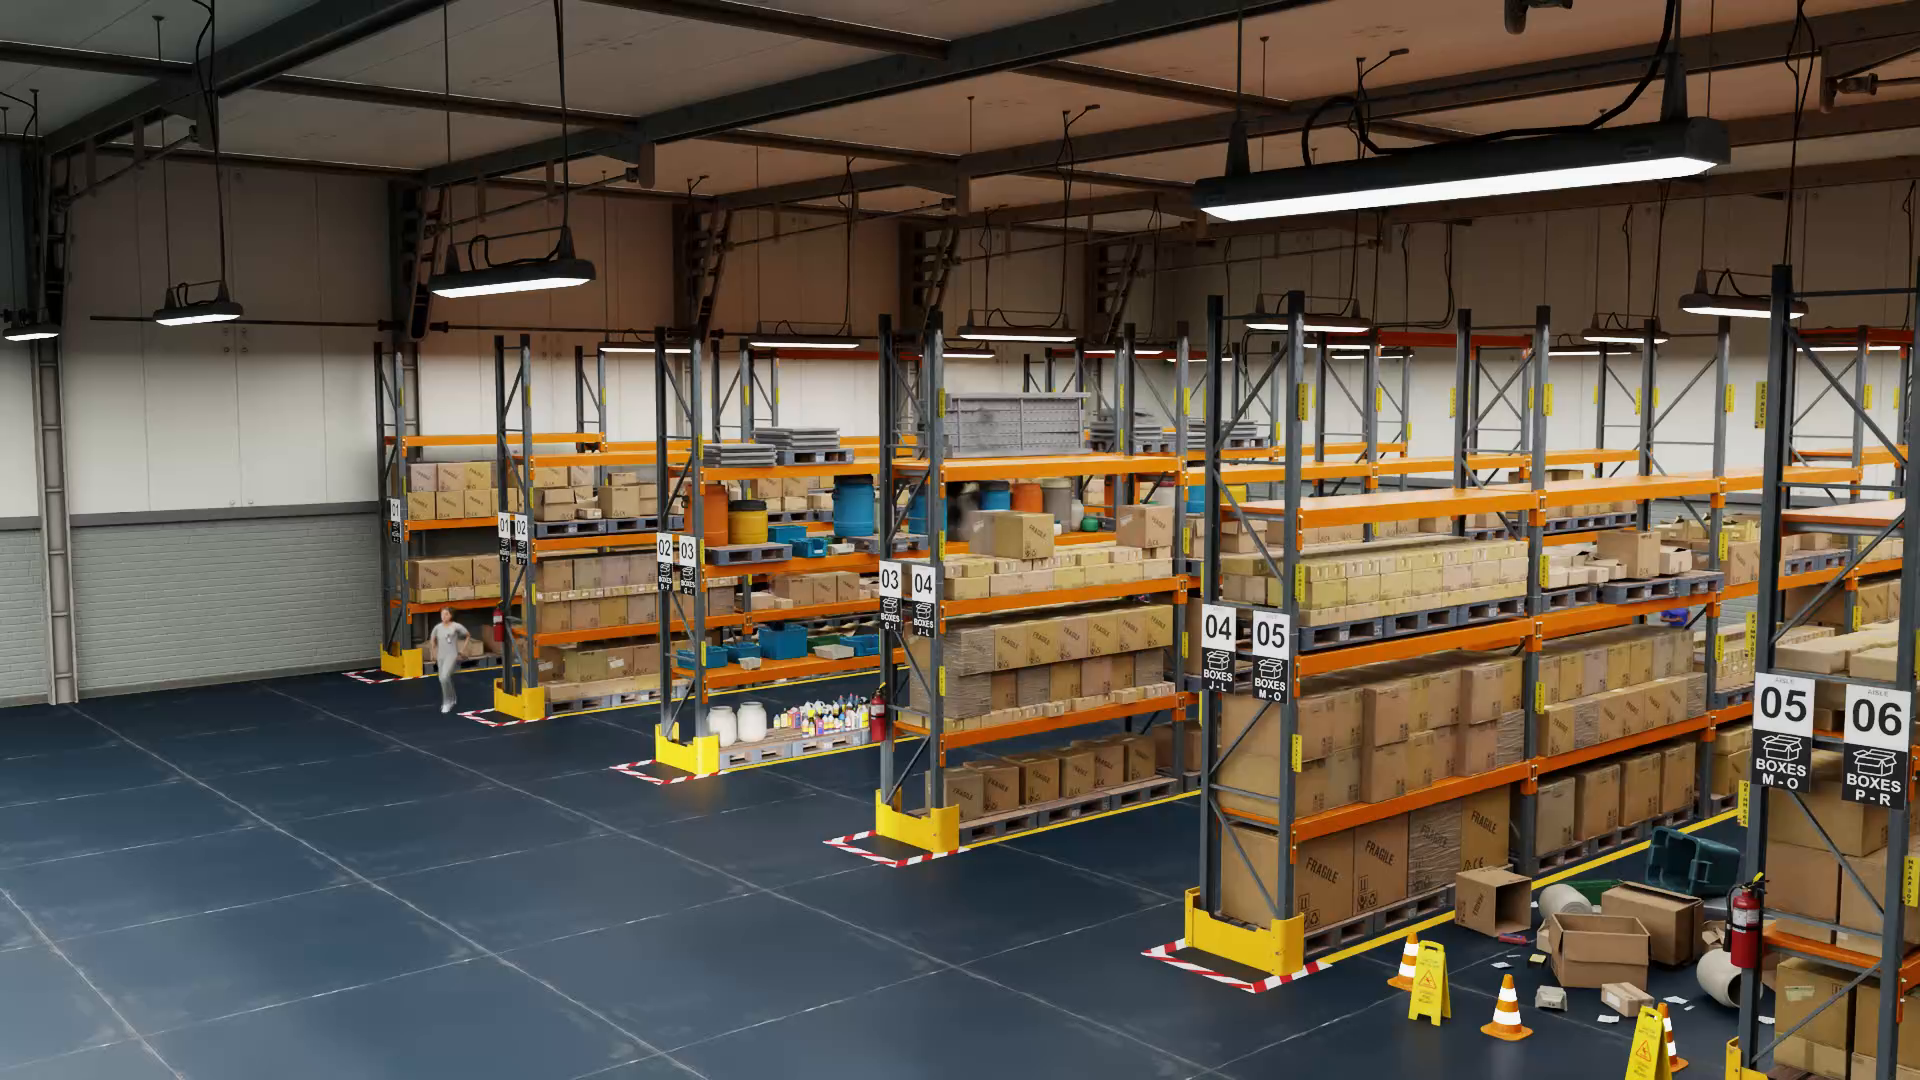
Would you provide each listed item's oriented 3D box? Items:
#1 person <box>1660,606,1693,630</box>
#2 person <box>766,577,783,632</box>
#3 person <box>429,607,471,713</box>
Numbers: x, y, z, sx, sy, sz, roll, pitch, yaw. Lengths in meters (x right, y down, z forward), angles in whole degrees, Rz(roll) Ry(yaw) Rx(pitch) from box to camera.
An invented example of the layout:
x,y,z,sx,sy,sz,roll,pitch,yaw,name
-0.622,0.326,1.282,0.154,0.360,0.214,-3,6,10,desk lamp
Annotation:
x,y,z,sx,sy,sz,roll,pitch,yaw,name
12.689,1.661,29.461,0.591,1.659,0.891,0,5,4,person
-3.515,1.475,32.142,0.522,1.554,0.598,4,6,35,person
-8.200,1.919,26.617,0.580,1.712,0.681,1,5,14,person
